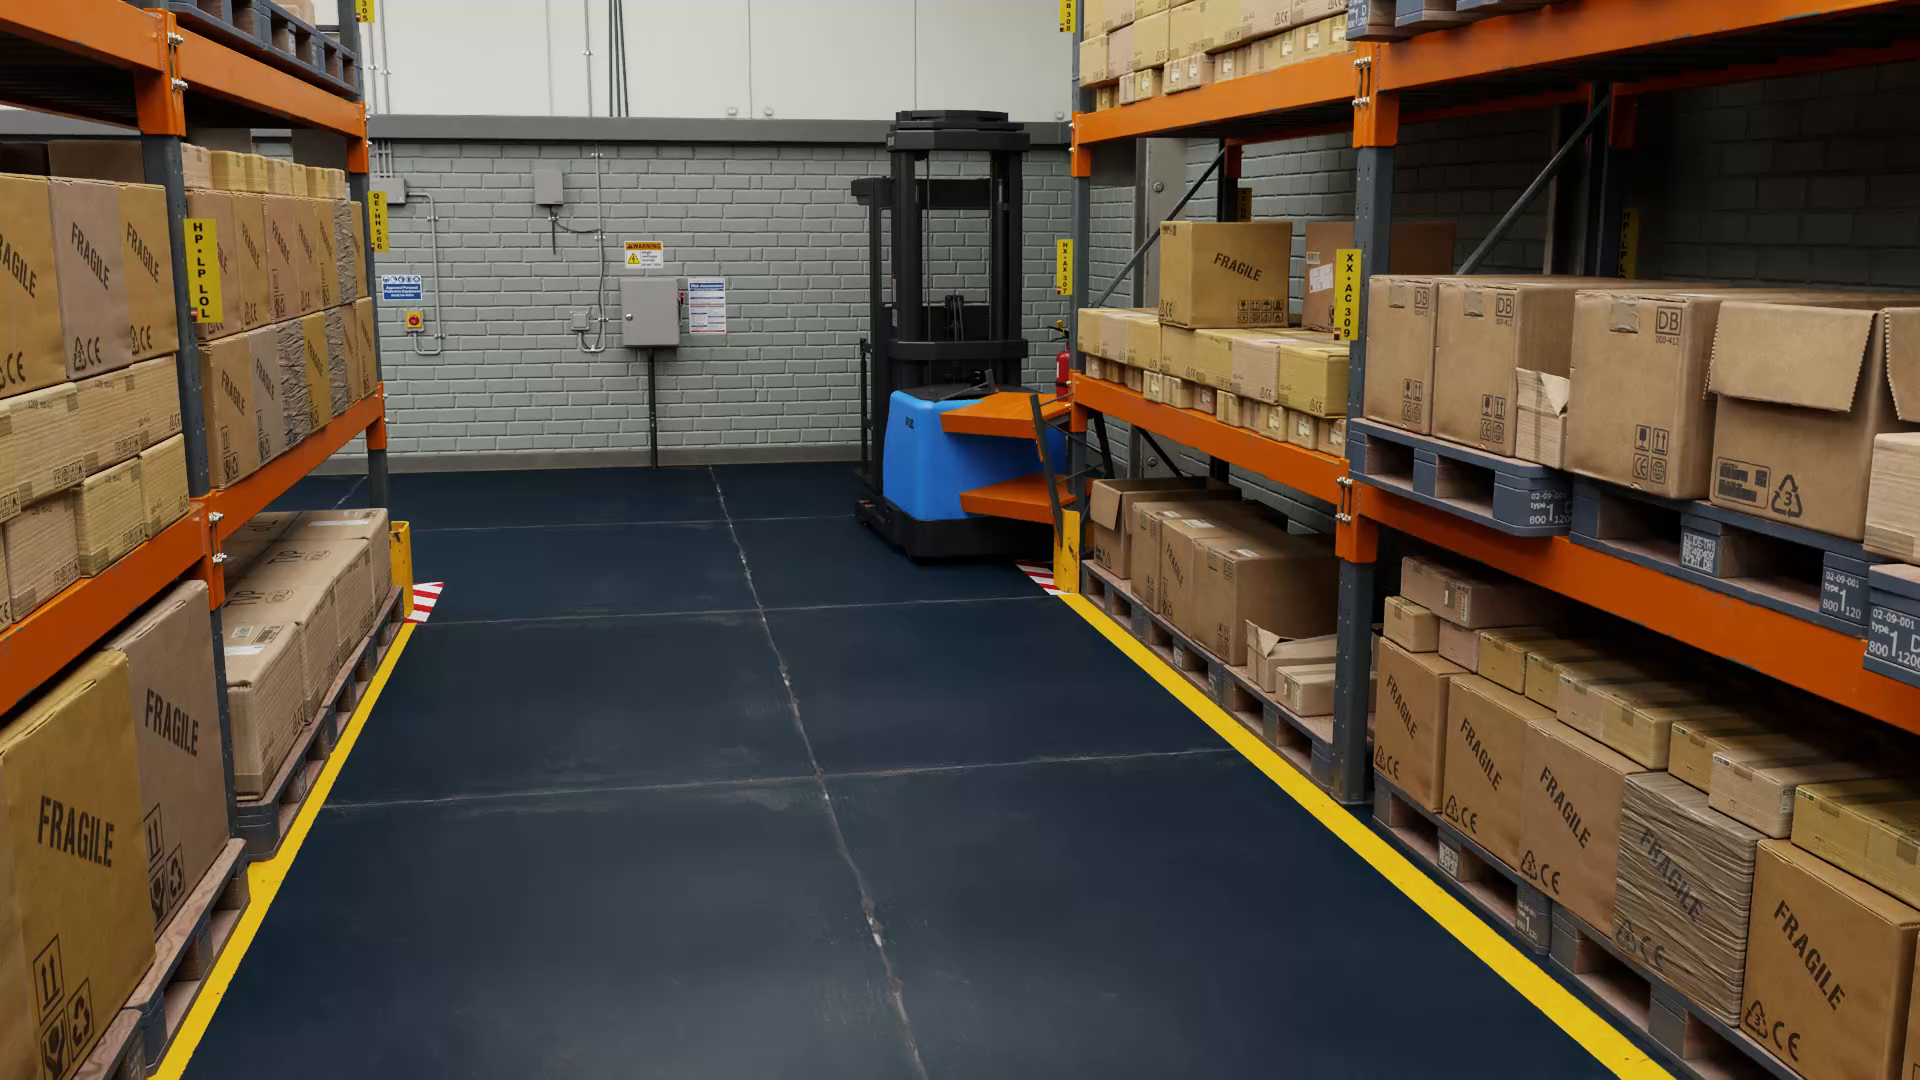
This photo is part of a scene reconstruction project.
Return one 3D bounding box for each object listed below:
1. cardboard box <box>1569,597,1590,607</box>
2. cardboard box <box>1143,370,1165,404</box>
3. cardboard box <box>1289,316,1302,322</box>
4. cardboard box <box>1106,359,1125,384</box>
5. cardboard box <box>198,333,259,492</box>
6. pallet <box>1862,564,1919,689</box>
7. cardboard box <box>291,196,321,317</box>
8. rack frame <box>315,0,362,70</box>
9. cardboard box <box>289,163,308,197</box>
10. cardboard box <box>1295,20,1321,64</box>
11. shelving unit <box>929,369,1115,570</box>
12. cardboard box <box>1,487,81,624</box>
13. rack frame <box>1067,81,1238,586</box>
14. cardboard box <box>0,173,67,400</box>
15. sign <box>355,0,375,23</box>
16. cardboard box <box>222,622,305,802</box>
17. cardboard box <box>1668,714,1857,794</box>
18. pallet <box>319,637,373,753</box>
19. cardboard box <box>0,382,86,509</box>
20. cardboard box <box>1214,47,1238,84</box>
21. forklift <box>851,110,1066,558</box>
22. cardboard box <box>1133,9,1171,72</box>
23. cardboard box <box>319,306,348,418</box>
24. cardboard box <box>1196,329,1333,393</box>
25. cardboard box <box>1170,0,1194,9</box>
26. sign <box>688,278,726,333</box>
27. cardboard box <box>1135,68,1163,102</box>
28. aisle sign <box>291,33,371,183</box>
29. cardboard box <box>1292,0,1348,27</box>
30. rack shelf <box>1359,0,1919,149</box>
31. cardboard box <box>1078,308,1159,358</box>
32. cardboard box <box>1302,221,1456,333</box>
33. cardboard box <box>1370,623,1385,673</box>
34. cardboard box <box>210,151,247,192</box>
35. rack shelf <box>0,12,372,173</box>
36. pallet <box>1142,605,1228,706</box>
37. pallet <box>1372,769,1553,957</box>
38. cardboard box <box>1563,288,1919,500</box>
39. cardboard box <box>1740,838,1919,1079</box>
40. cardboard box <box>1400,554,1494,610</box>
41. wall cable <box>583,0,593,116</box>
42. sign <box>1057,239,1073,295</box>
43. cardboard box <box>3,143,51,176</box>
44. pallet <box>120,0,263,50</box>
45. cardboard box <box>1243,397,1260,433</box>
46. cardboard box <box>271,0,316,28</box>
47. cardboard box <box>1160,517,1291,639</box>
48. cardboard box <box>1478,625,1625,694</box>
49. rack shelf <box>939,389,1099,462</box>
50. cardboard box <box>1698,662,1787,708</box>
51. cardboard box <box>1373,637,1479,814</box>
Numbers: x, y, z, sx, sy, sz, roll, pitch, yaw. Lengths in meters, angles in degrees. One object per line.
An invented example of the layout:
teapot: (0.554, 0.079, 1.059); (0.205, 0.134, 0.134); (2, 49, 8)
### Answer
cardboard box: (2.290, 0.277, 6.045); (0.380, 0.149, 0.250); (-3, 11, -13)
cardboard box: (1.155, -0.785, 8.468); (0.380, 0.149, 0.250); (-2, 11, -13)
cardboard box: (1.699, -1.029, 8.684); (0.500, 0.250, 0.500); (-2, 11, -9)
cardboard box: (1.048, -0.978, 9.483); (0.380, 0.149, 0.250); (-2, 11, -10)
cardboard box: (-2.767, -0.446, 5.752); (0.500, 0.500, 0.500); (-2, 11, -9)
pallet: (2.513, 0.223, 3.014); (1.213, 0.211, 1.003); (-2, 11, -11)
cardboard box: (-3.063, -1.218, 7.131); (0.500, 0.500, 0.500); (-2, 11, -11)
rack frame: (-3.710, -3.982, 8.552); (1.000, 3.000, 0.127); (-2, 11, -11)
cardboard box: (-3.142, -1.604, 7.423); (0.380, 0.149, 0.250); (-2, 11, -10)
cardboard box: (1.532, -1.933, 6.480); (0.380, 0.149, 0.250); (-2, 11, -11)
shelving unit: (0.425, -0.452, 10.456); (0.538, 1.125, 1.048); (-23, 19, -32)
cardboard box: (-2.420, 0.032, 3.908); (0.500, 0.250, 0.500); (-2, 11, -13)
rack frame: (1.158, -1.216, 10.065); (1.000, 3.000, 0.127); (-2, 11, -11)
cardboard box: (-2.412, -0.581, 3.784); (0.500, 0.500, 0.500); (-2, 11, -9)
sign: (-3.175, -2.922, 8.848); (0.100, 0.325, 0.005); (-2, 11, -11)
cardboard box: (-2.949, 0.632, 6.084); (0.875, 0.438, 0.875); (-2, 11, -12)
cardboard box: (2.141, 0.581, 4.447); (0.380, 0.149, 0.250); (-2, 11, -11)
pallet: (-3.244, 0.702, 7.445); (1.003, 0.211, 1.213); (-2, 11, -11)
cardboard box: (-2.397, -0.215, 3.869); (0.500, 0.250, 0.500); (-2, 11, -10)
cardboard box: (1.366, -2.124, 7.483); (0.380, 0.149, 0.250); (-2, 11, -10)
forklift: (-0.161, -1.553, 12.019); (1.130, 2.935, 3.031); (-3, 11, -15)
cardboard box: (1.183, -2.484, 8.310); (0.500, 0.250, 0.500); (-2, 11, -13)
cardboard box: (-3.164, -0.819, 7.709); (0.500, 0.500, 0.500); (-2, 11, -9)
cardboard box: (1.402, -0.823, 7.604); (0.500, 0.250, 0.500); (-2, 11, -11)
cardboard box: (1.299, -2.639, 7.784); (0.500, 0.250, 0.500); (-2, 11, -9)
sign: (-2.297, -2.127, 15.106); (0.329, 0.494, 0.001); (-2, 11, -11)
cardboard box: (1.107, -2.308, 8.448); (0.380, 0.149, 0.250); (-2, 11, -11)
aisle sign: (-3.420, -2.337, 8.999); (0.394, 0.787, 0.004); (-2, 11, -11)
cardboard box: (1.597, -2.108, 6.334); (0.500, 0.250, 0.500); (-2, 11, -11)
rack shelf: (2.325, -1.236, 4.070); (1.077, 0.370, 4.000); (-2, 11, -11)
cardboard box: (0.982, -1.196, 9.563); (0.500, 0.250, 0.500); (-2, 11, -11)
cardboard box: (1.907, -1.206, 7.613); (0.500, 0.500, 0.500); (-2, 11, -13)
cardboard box: (2.039, 0.502, 7.105); (0.500, 0.311, 0.500); (-2, 11, -9)
cardboard box: (-2.884, -1.367, 6.182); (0.380, 0.149, 0.250); (-2, 11, -11)
rack shelf: (-3.321, -1.789, 6.973); (1.077, 0.370, 4.000); (-2, 11, -11)
pallet: (1.563, 0.537, 8.311); (1.003, 0.211, 1.213); (-2, 11, -11)
pallet: (2.131, 1.035, 5.695); (1.003, 0.211, 1.213); (-2, 11, -11)
cardboard box: (2.064, -0.402, 4.398); (0.700, 0.500, 0.500); (-2, 11, -11)
cardboard box: (2.229, 1.015, 3.905); (0.500, 0.500, 0.500); (-2, 11, -9)
cardboard box: (1.804, 0.147, 5.932); (0.380, 0.149, 0.250); (-2, 11, -12)
wall cable: (-4.354, -5.042, 14.121); (2.355, 3.000, 0.029); (-2, 11, -11)
sign: (0.626, -1.622, 9.880); (0.100, 0.325, 0.005); (-2, 11, -11)
cardboard box: (-3.249, -1.258, 5.606); (0.380, 0.149, 0.250); (-2, 11, -10)
pallet: (-3.081, -1.882, 5.777); (1.003, 0.211, 1.213); (-2, 11, -11)
cardboard box: (1.456, -0.552, 7.244); (0.380, 0.149, 0.250); (-2, 11, -10)
cardboard box: (-3.534, -2.611, 8.382); (0.500, 0.250, 0.500); (-3, 11, -16)
cardboard box: (1.317, 0.180, 8.292); (0.500, 0.500, 0.500); (-2, 11, -10)
cardboard box: (1.936, 0.390, 5.451); (0.380, 0.149, 0.250); (-3, 11, -14)
rack shelf: (0.364, -0.727, 10.376); (0.538, 0.278, 1.000); (-23, 19, -32)
cardboard box: (2.479, 0.468, 5.042); (0.380, 0.149, 0.250); (-2, 11, -9)
cardboard box: (1.809, 0.636, 5.896); (0.500, 0.500, 0.500); (-2, 11, -9)
